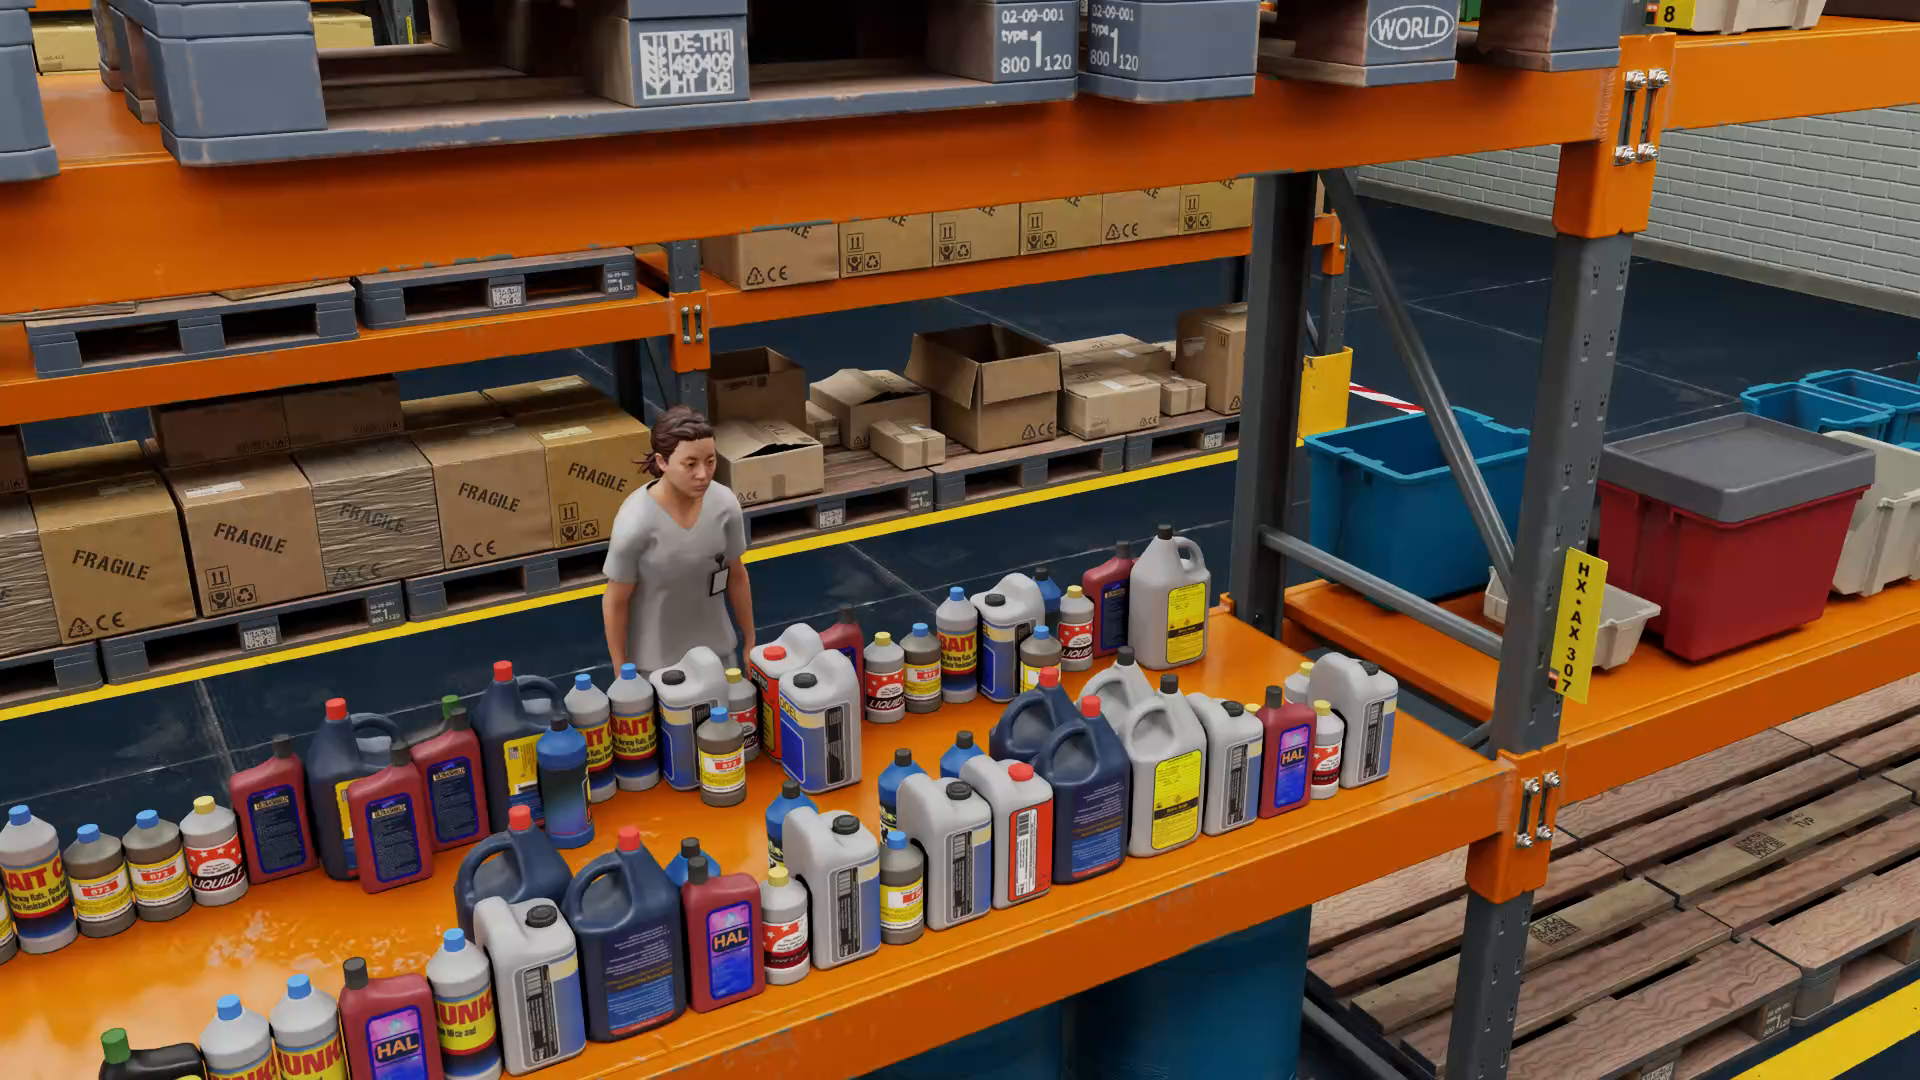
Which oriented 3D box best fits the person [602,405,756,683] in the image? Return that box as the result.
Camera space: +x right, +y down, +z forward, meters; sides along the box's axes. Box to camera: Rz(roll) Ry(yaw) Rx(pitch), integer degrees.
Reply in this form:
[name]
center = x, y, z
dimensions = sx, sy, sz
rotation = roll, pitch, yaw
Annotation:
[person]
center = -0.853, 0.385, 5.131
dimensions = 0.514, 1.672, 0.360
rotation = -14, 26, -31
